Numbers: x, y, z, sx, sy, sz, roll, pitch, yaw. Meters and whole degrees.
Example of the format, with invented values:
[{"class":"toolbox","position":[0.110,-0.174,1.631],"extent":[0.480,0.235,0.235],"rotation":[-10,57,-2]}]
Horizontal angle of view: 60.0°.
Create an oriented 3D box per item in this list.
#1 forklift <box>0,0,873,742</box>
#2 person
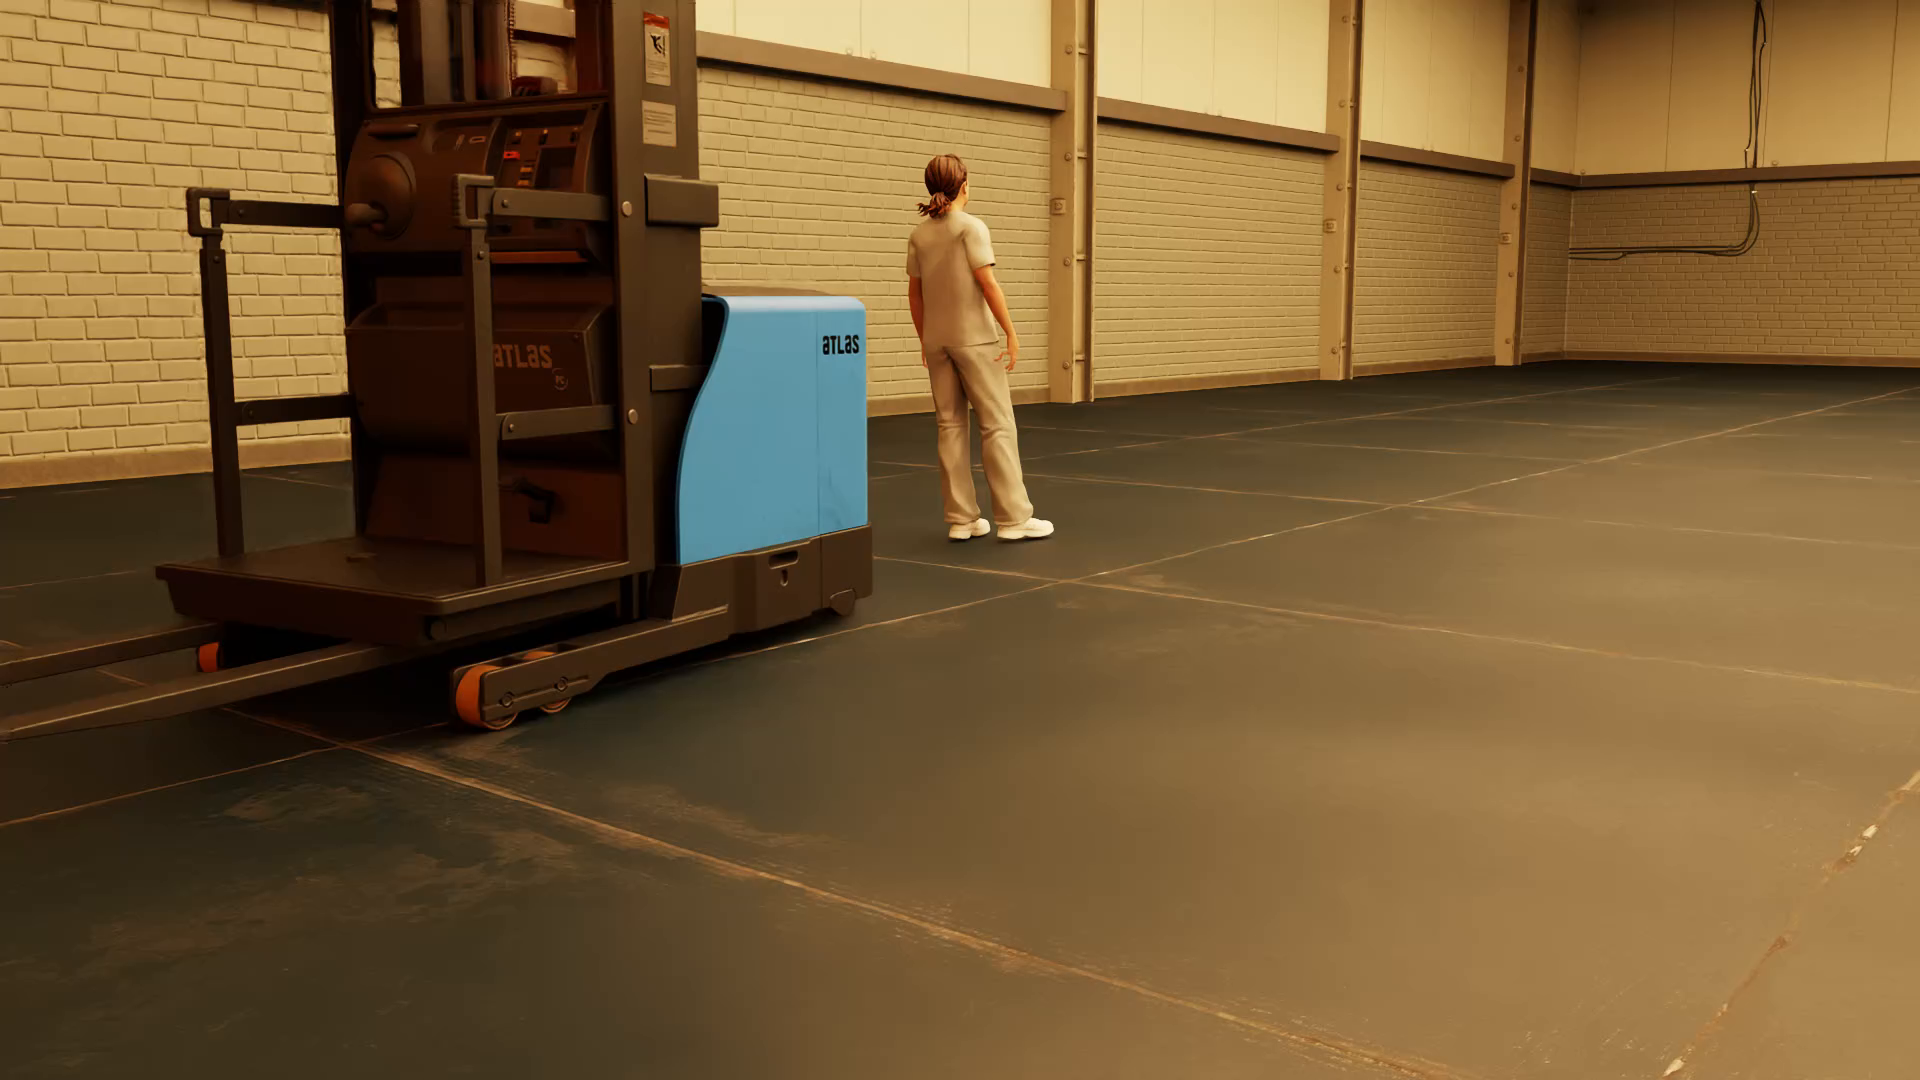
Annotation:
[{"class":"forklift","position":[-1.469,-1.050,4.455],"extent":[1.130,2.935,3.031],"rotation":[5,10,30]},{"class":"person","position":[0.056,-0.843,7.331],"extent":[0.550,1.675,0.549],"rotation":[7,11,38]}]
